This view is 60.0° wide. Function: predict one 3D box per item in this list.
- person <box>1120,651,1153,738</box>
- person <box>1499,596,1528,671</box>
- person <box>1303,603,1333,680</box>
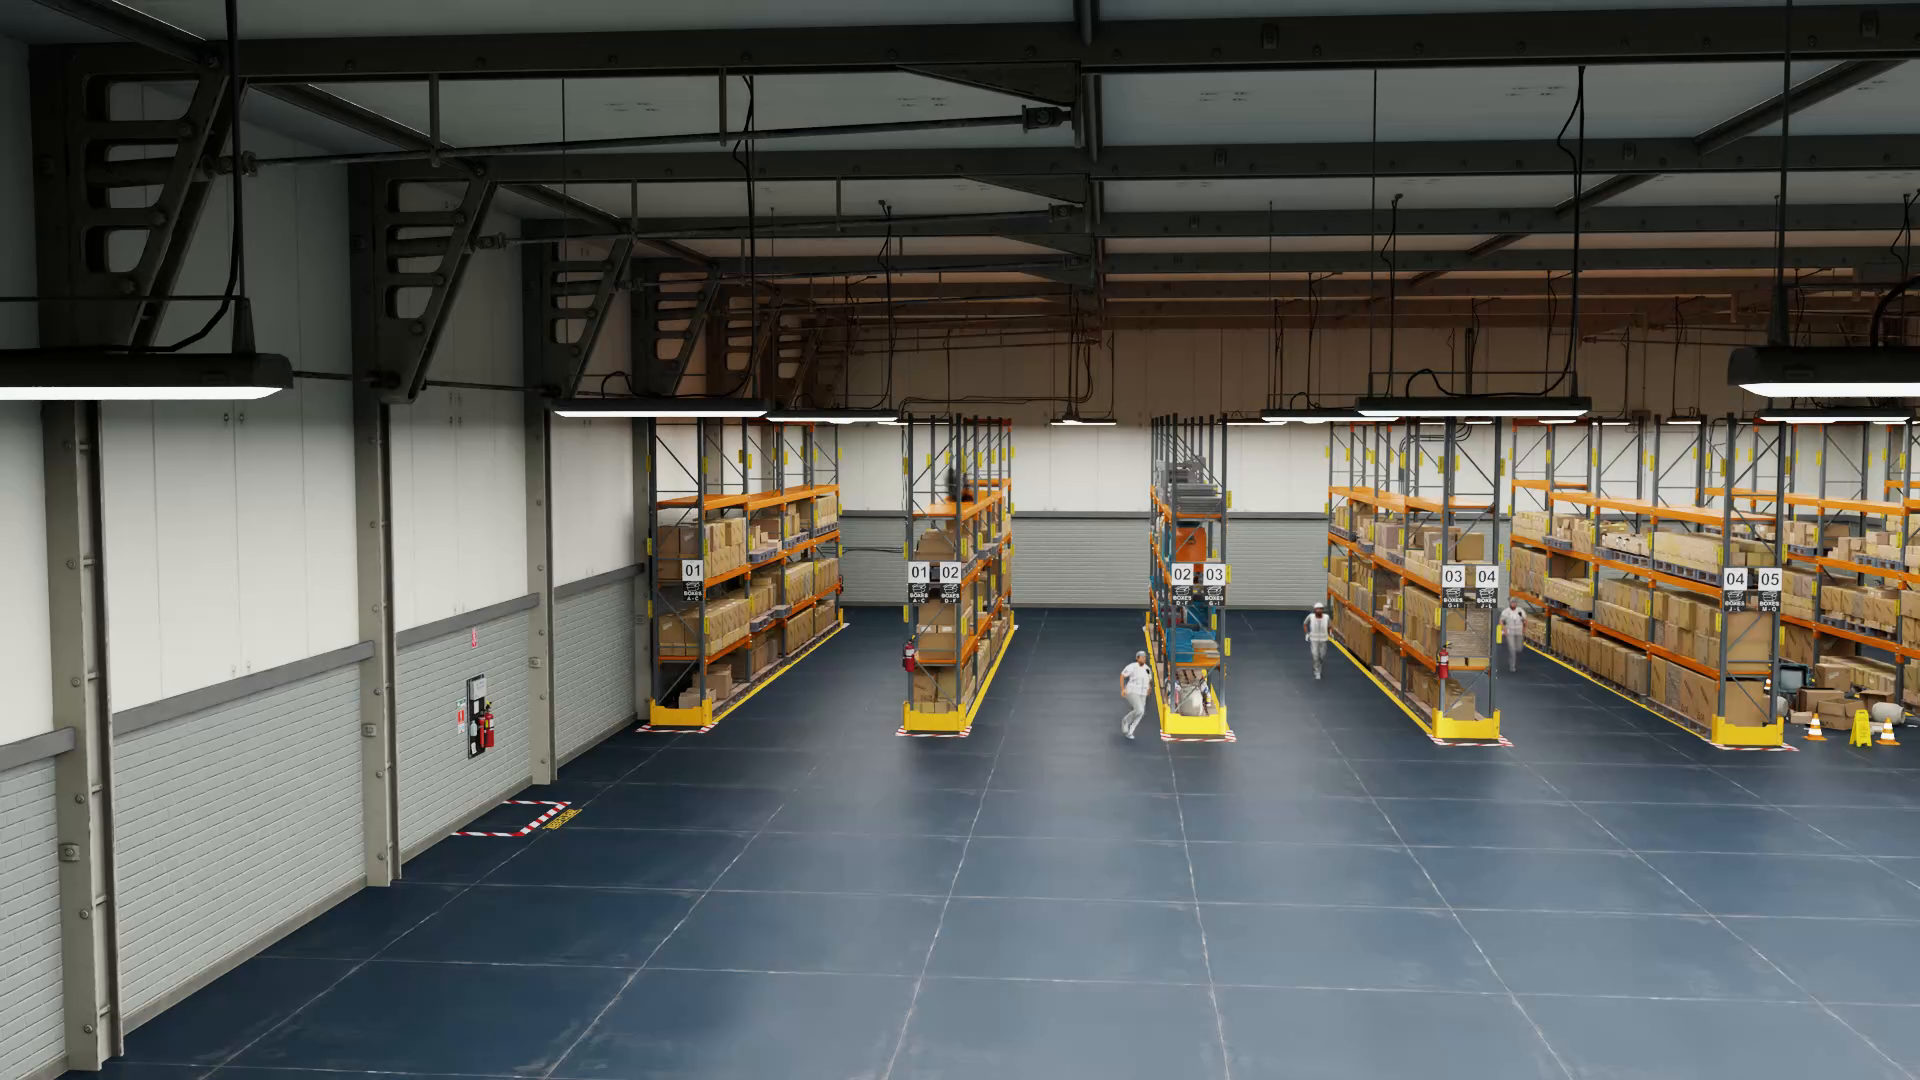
[{"bbox_3d":[3.323,2.858,30.735,0.637,1.597,0.539,-2,4,-27],"label":"person"},{"bbox_3d":[13.132,2.207,39.464,0.658,1.758,0.612,1,4,8],"label":"person"},{"bbox_3d":[8.197,2.292,38.119,0.663,1.746,0.813,0,4,4],"label":"person"}]
